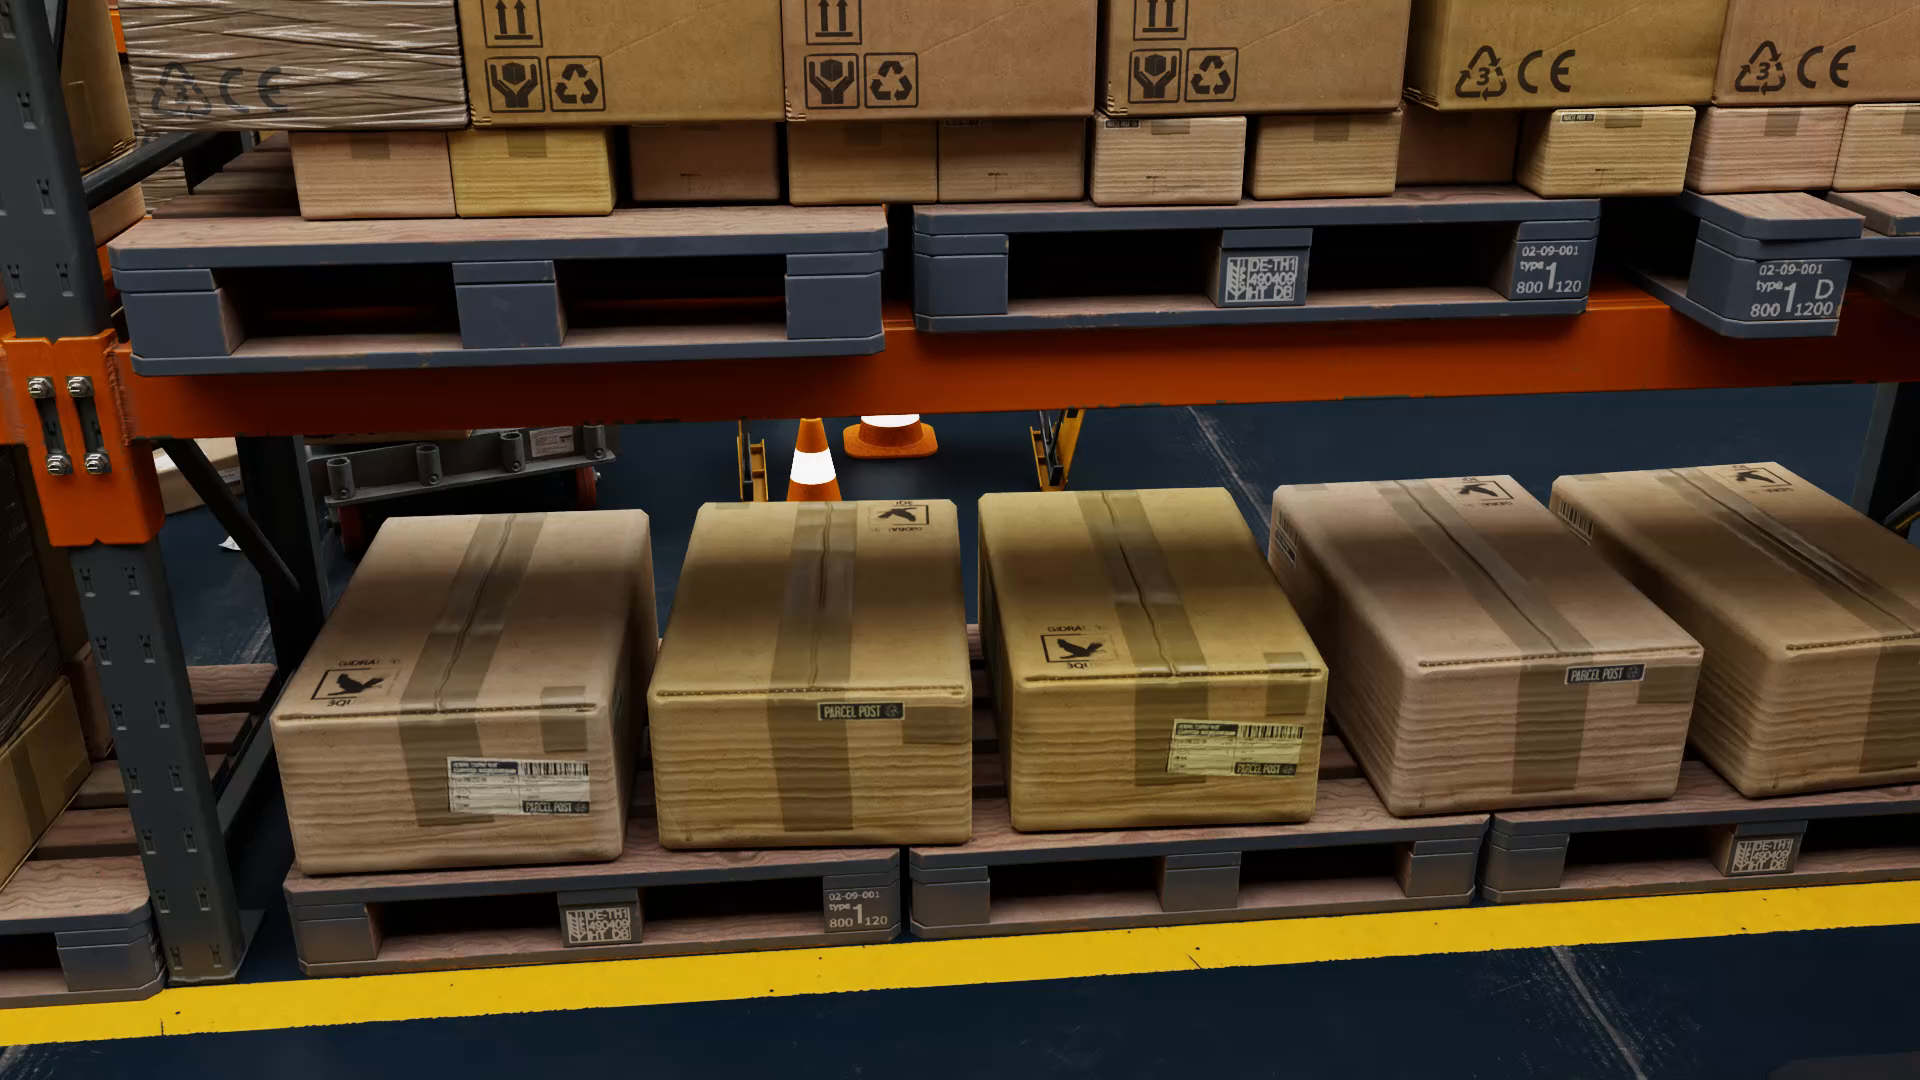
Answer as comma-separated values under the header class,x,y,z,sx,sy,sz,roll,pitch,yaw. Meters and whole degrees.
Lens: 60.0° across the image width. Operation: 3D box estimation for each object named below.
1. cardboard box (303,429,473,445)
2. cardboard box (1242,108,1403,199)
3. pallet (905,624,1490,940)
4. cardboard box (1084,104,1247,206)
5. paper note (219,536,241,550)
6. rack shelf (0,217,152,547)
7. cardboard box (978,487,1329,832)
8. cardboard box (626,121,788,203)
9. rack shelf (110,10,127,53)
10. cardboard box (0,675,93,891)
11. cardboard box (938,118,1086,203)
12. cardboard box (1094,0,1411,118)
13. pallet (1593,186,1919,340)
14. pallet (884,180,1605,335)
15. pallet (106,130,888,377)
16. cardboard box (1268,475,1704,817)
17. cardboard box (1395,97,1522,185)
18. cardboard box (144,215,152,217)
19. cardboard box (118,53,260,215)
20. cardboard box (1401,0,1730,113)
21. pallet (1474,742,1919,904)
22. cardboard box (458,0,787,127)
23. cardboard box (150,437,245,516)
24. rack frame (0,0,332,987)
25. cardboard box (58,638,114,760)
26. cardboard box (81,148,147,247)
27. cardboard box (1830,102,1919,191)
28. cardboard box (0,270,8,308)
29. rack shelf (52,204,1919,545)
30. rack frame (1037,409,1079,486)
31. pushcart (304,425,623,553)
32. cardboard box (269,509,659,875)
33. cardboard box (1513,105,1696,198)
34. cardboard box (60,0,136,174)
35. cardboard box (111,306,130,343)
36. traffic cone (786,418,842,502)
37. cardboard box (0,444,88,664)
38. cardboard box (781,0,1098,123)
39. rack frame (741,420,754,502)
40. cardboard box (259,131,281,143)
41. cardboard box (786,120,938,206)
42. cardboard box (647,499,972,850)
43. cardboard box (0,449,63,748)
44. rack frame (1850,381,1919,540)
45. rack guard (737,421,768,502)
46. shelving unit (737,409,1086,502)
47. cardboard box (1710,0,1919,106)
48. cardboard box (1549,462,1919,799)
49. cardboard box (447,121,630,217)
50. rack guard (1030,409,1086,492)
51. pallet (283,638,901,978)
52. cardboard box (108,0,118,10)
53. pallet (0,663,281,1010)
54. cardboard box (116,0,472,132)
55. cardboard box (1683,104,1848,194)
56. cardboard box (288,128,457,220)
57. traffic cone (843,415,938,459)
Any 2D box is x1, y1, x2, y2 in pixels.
class,x,y,z,sx,sy,sz,roll,pitch,yaw
cardboard box,-1.747,-0.618,5.091,0.500,0.500,0.500,-2,24,-5
cardboard box,0.602,-0.730,2.992,0.250,0.149,0.380,-3,24,-7
pallet,0.450,0.497,3.872,1.213,0.211,1.003,-2,24,-5
cardboard box,0.339,-0.708,2.941,0.250,0.149,0.380,-1,24,-3
paper note,-2.237,-0.007,5.228,0.142,0.019,0.148,-2,24,-5
rack shelf,-3.532,-0.287,3.088,4.000,0.370,1.077,-2,24,-5
cardboard box,0.387,0.233,3.751,0.625,0.372,0.950,-2,24,-3
cardboard box,-0.437,-0.716,2.959,0.250,0.149,0.380,-1,24,-2
rack shelf,-4.119,-2.284,7.580,4.000,0.370,1.077,-2,24,-5
cardboard box,-2.104,0.501,3.297,0.500,0.250,0.500,-1,24,-3
cardboard box,0.070,-0.718,2.965,0.250,0.149,0.380,-2,24,-5
cardboard box,0.455,-1.031,2.870,0.500,0.500,0.500,-3,24,-7
pallet,1.740,-0.696,3.359,1.003,0.211,1.213,-2,24,-5
pallet,0.473,-0.672,3.305,1.213,0.211,1.003,-2,24,-5
pallet,-0.767,-0.580,3.097,1.213,0.211,1.003,-2,24,-5
cardboard box,1.142,0.205,3.814,0.625,0.372,0.950,-3,24,-6
cardboard box,0.844,-0.773,3.089,0.250,0.149,0.380,-2,24,-5
cardboard box,-3.573,-1.074,7.048,0.500,0.500,0.500,2,24,4
cardboard box,-3.658,-1.879,7.883,0.875,0.875,0.875,-2,24,-5
cardboard box,0.998,-1.052,2.918,0.500,0.500,0.500,-4,24,-9
pallet,1.661,0.450,3.978,1.213,0.211,1.003,-2,24,-5
cardboard box,-0.549,-0.992,2.782,0.500,0.500,0.500,-2,24,-5
cardboard box,-2.563,-0.281,5.555,0.258,0.266,0.396,22,32,40
rack frame,-1.542,-0.695,3.122,0.127,3.000,1.000,-2,24,-5
cardboard box,-2.155,0.284,3.787,0.500,0.250,0.500,-3,24,-8
cardboard box,-1.887,-0.698,3.436,0.250,0.149,0.380,-2,24,-5
cardboard box,1.630,-0.756,3.050,0.250,0.149,0.380,-2,24,-6
cardboard box,-1.832,-0.445,2.867,0.250,0.149,0.380,-3,24,-6
rack shelf,0.449,-0.447,3.447,4.000,0.370,1.077,-2,24,-5
rack frame,0.248,-0.951,5.740,0.032,0.500,1.500,-3,59,-8
pushcart,-1.816,-0.417,5.723,0.936,0.377,1.648,-11,26,-23
cardboard box,-1.020,0.291,3.619,0.625,0.372,0.950,-2,24,-4
cardboard box,1.106,-0.732,2.997,0.250,0.149,0.380,-2,24,-4
cardboard box,-2.007,-0.972,3.255,0.500,0.500,0.500,-2,24,-5
cardboard box,-3.093,-0.591,5.793,0.503,0.637,0.797,-2,24,-5
traffic cone,-0.445,-0.152,5.021,0.334,0.463,0.336,-2,24,-5
cardboard box,-2.155,-0.059,3.635,0.500,0.500,0.500,-1,24,-3
cardboard box,-0.055,-1.006,2.814,0.500,0.500,0.500,-2,24,-5
rack frame,-0.756,-0.895,5.596,0.032,0.500,1.500,-3,59,-8
cardboard box,-2.762,-1.916,7.967,0.875,0.875,0.875,-2,24,-4
cardboard box,-0.177,-0.709,2.944,0.250,0.149,0.380,-2,24,-4
cardboard box,-0.305,0.261,3.687,0.625,0.372,0.950,-1,24,-2
cardboard box,-2.104,0.159,3.145,0.500,0.500,0.500,-3,24,-6
rack frame,2.439,-0.855,3.481,0.127,3.000,1.000,-2,24,-5
rack guard,-0.662,-0.364,5.280,0.087,0.587,0.250,-3,59,-8
shelving unit,-0.245,-0.924,5.669,1.083,0.587,1.500,-3,59,-8
cardboard box,1.500,-1.073,2.965,0.500,0.500,0.500,-3,24,-6
cardboard box,1.876,0.172,3.888,0.625,0.372,0.950,-4,24,-9
cardboard box,-0.711,-0.673,2.864,0.250,0.149,0.380,-2,24,-4
rack guard,0.322,-0.418,5.422,0.087,0.587,0.250,-3,59,-8
pallet,-0.767,0.547,3.759,1.213,0.211,1.003,-2,24,-5
cardboard box,-3.589,-2.736,7.528,0.550,0.550,0.875,-2,24,-5
pallet,-2.207,0.620,3.595,1.213,0.211,1.003,-2,24,-5
cardboard box,-1.047,-0.972,2.737,0.500,0.500,0.500,-2,24,-4
cardboard box,1.379,-0.749,3.035,0.250,0.149,0.380,-3,24,-8
cardboard box,-0.961,-0.667,2.850,0.250,0.149,0.380,-2,24,-4
traffic cone,-0.255,-0.567,5.957,0.334,0.463,0.336,-2,24,-5
